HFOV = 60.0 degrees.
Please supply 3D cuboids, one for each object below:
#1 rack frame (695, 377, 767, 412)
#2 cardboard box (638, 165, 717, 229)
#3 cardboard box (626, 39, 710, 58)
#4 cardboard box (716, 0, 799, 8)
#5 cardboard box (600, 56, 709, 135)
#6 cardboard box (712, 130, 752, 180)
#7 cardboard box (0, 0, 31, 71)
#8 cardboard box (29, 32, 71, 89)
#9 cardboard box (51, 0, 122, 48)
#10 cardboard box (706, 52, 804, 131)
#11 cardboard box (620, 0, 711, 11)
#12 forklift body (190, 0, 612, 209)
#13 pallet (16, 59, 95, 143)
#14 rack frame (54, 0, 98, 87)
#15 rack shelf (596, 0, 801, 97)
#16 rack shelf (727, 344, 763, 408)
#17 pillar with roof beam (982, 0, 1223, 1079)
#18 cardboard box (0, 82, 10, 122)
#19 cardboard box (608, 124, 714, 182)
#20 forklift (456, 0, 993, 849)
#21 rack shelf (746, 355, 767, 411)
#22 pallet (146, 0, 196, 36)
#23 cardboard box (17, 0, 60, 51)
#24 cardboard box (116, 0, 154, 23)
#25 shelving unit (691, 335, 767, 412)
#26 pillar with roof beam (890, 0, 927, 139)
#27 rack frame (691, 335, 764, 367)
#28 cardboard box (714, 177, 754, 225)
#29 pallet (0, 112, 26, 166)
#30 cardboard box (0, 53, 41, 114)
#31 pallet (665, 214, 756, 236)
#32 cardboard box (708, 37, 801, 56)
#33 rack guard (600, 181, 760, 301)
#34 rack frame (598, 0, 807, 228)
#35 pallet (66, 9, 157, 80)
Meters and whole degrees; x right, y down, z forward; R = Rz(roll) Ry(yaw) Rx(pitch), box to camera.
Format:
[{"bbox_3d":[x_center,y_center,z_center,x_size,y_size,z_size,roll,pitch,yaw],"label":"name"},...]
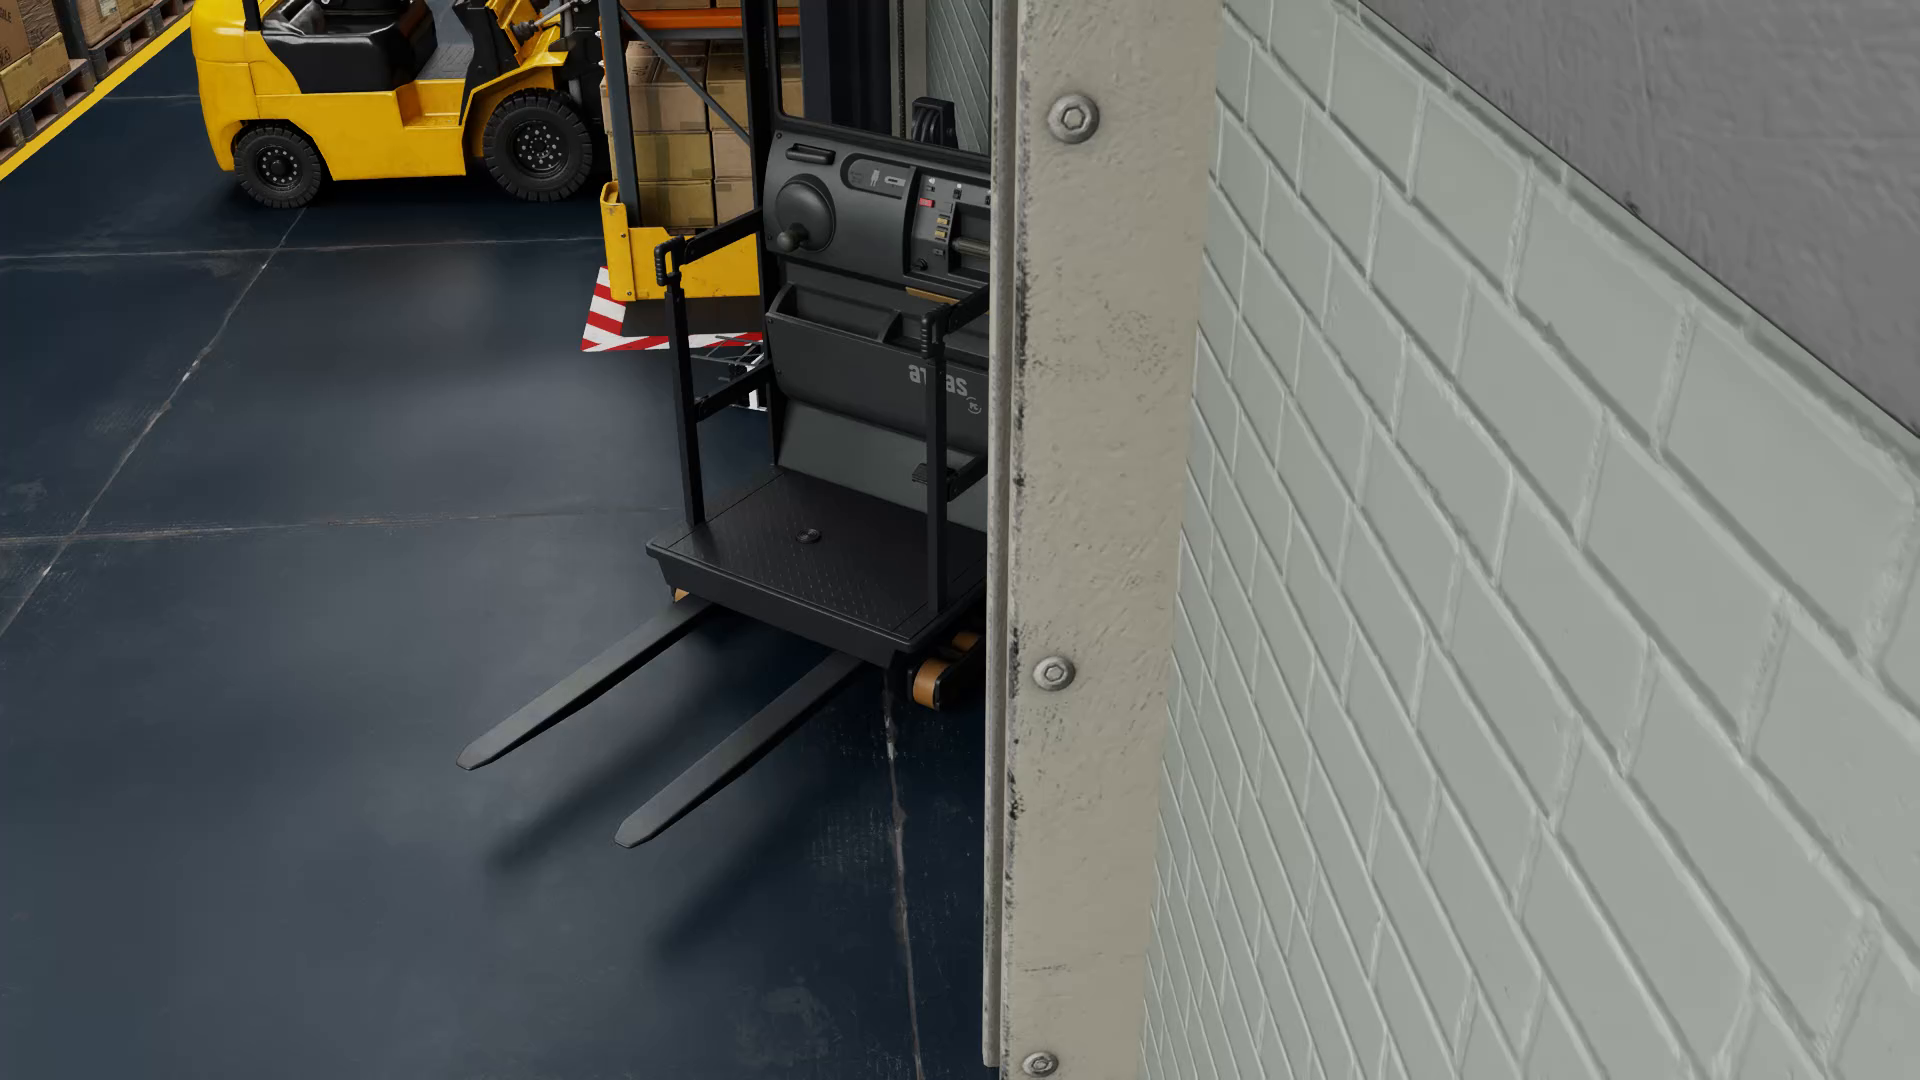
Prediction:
[{"bbox_3d":[-0.696,-0.595,7.232,0.900,0.006,0.240,10,32,18],"label":"rack frame"},{"bbox_3d":[-1.524,-1.819,8.642,0.500,0.250,0.500,-3,31,-4],"label":"cardboard box"},{"bbox_3d":[-1.573,-2.504,8.814,0.500,0.250,0.500,-2,31,-4],"label":"cardboard box"},{"bbox_3d":[-0.935,-2.904,8.088,0.500,0.500,0.500,-2,31,-3],"label":"cardboard box"},{"bbox_3d":[-1.519,-2.244,8.378,0.500,0.250,0.500,-2,31,-3],"label":"cardboard box"},{"bbox_3d":[-1.003,-2.059,8.556,0.500,0.250,0.500,-2,31,-4],"label":"cardboard box"},{"bbox_3d":[-6.109,-3.170,10.172,0.500,0.500,0.500,-2,31,-4],"label":"cardboard box"},{"bbox_3d":[-6.158,-3.108,10.800,0.500,0.250,0.500,-1,31,-2],"label":"cardboard box"},{"bbox_3d":[-6.532,-3.717,11.700,0.950,0.372,0.625,-2,31,-4],"label":"cardboard box"},{"bbox_3d":[-1.022,-2.278,8.435,0.500,0.250,0.500,-3,31,-5],"label":"cardboard box"},{"bbox_3d":[-1.473,-2.876,8.042,0.500,0.500,0.500,-3,31,-6],"label":"cardboard box"},{"bbox_3d":[-3.159,-3.111,9.360,2.313,2.155,1.214,-3,31,-5],"label":"forklift body"},{"bbox_3d":[-6.383,-2.859,10.830,1.003,0.211,1.213,-3,31,-5],"label":"pallet"},{"bbox_3d":[-6.481,-4.397,10.686,1.000,3.000,0.127,-3,31,-5],"label":"rack frame"},{"bbox_3d":[-1.352,-3.307,9.562,1.077,0.370,4.000,-3,31,-5],"label":"rack shelf"},{"bbox_3d":[-0.919,-0.723,7.253,0.077,0.200,0.258,10,32,18],"label":"rack shelf"},{"bbox_3d":[-4.059,-2.299,1.323,9.100,9.000,0.400,-3,31,-5],"label":"pillar with roof beam"},{"bbox_3d":[-6.055,-2.576,9.910,0.500,0.250,0.500,-2,31,-4],"label":"cardboard box"},{"bbox_3d":[-1.522,-2.042,8.528,0.500,0.250,0.500,-3,31,-5],"label":"cardboard box"},{"bbox_3d":[-0.340,-0.989,5.048,1.130,2.935,3.031,18,35,28],"label":"forklift"},{"bbox_3d":[-0.834,-0.708,7.225,0.077,0.200,0.258,10,32,18],"label":"rack shelf"},{"bbox_3d":[-6.672,-4.221,13.112,1.003,0.211,1.213,-3,31,-5],"label":"pallet"},{"bbox_3d":[-6.158,-3.429,10.607,0.500,0.500,0.500,-3,31,-5],"label":"cardboard box"},{"bbox_3d":[-6.603,-4.084,12.314,0.950,0.372,0.625,-1,31,-1],"label":"cardboard box"},{"bbox_3d":[-0.697,-0.683,7.181,0.900,0.210,0.258,10,32,18],"label":"shelving unit"},{"bbox_3d":[-4.619,-5.362,6.452,9.100,9.000,0.400,-3,31,-5],"label":"pillar with roof beam"},{"bbox_3d":[-0.698,-0.770,7.129,0.900,0.006,0.240,10,32,18],"label":"rack frame"},{"bbox_3d":[-1.017,-1.854,8.701,0.500,0.250,0.500,-3,31,-4],"label":"cardboard box"},{"bbox_3d":[-6.266,-2.234,9.785,1.003,0.211,1.213,-3,31,-5],"label":"pallet"},{"bbox_3d":[-6.098,-2.836,10.345,0.500,0.250,0.500,-4,31,-6],"label":"cardboard box"},{"bbox_3d":[-1.279,-1.786,9.034,1.003,0.211,1.213,-3,31,-5],"label":"pallet"},{"bbox_3d":[-1.072,-2.533,8.862,0.500,0.250,0.500,-3,31,-5],"label":"cardboard box"},{"bbox_3d":[-1.163,-1.509,8.289,1.175,0.500,0.348,-3,31,-5],"label":"rack guard"},{"bbox_3d":[-1.165,-2.594,7.668,1.000,3.000,0.127,-3,31,-5],"label":"rack frame"},{"bbox_3d":[-6.555,-3.597,12.066,1.003,0.211,1.213,-3,31,-5],"label":"pallet"}]
